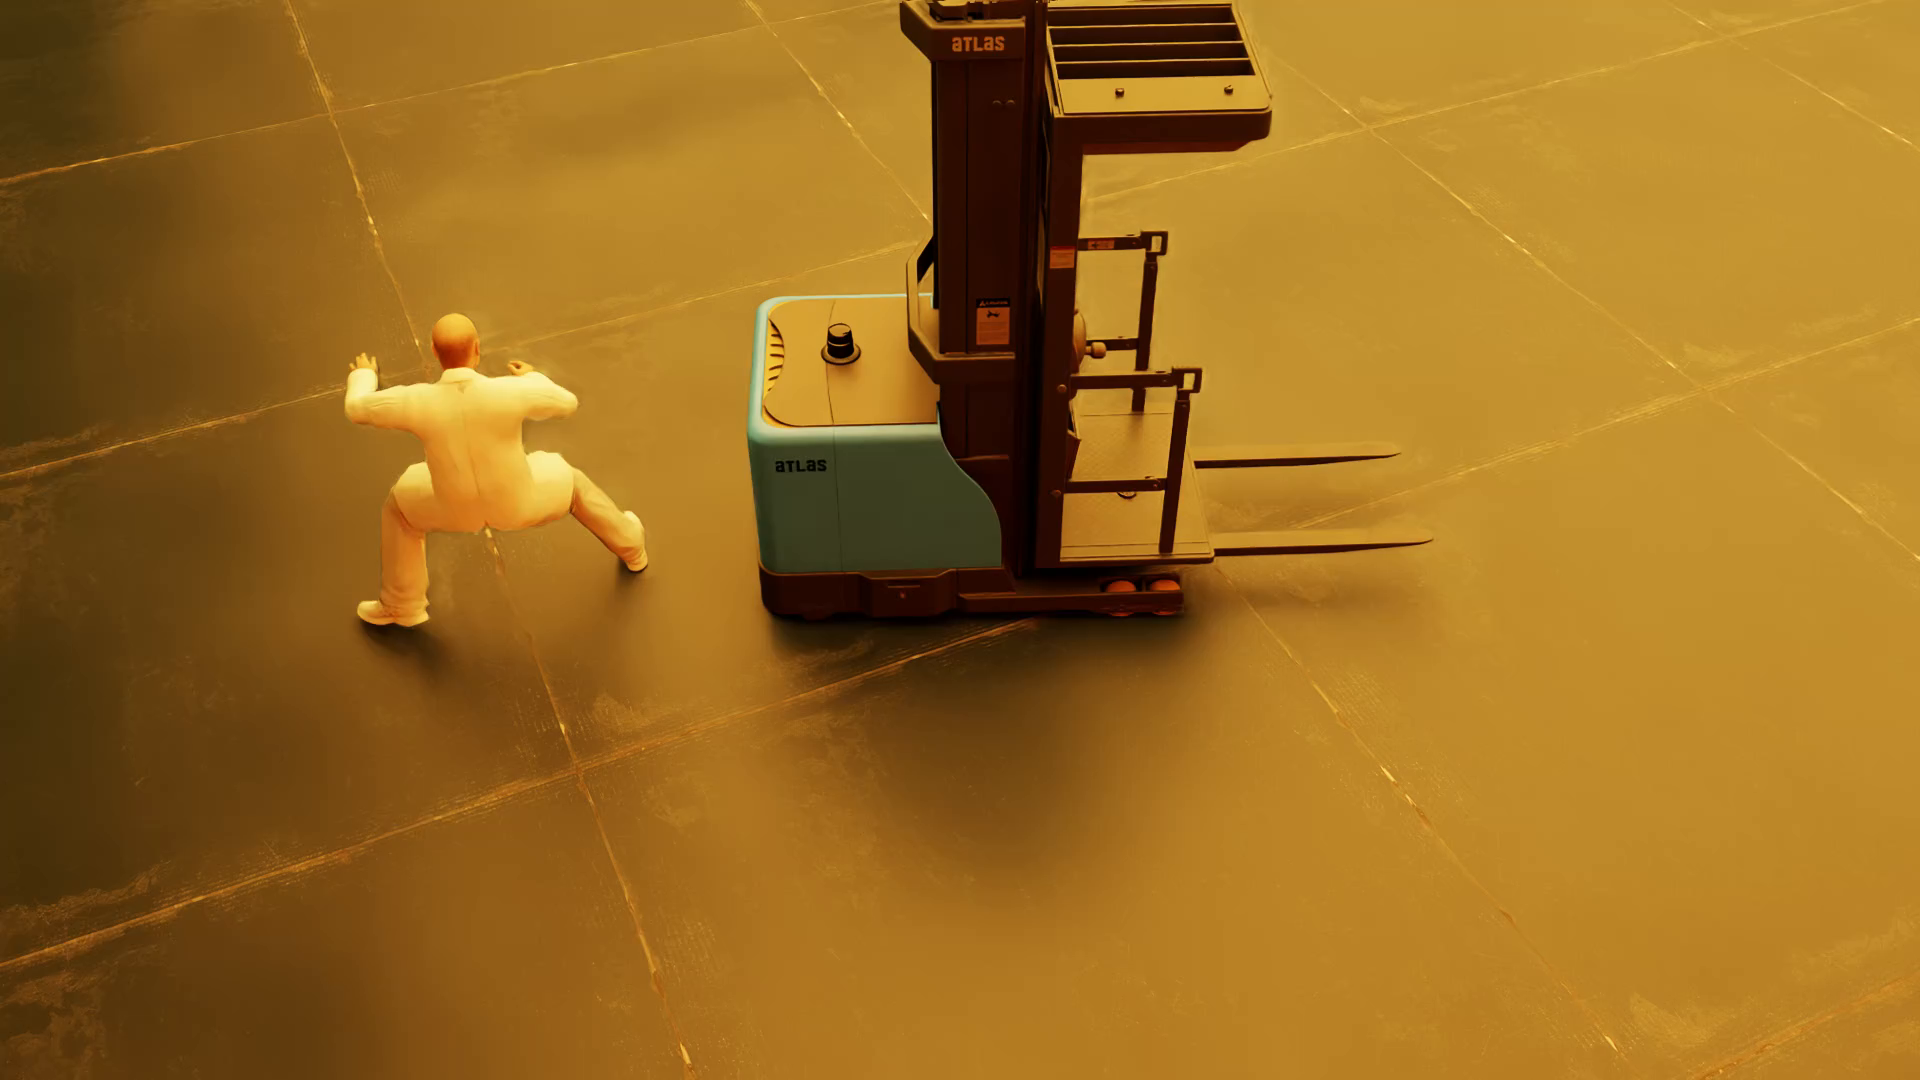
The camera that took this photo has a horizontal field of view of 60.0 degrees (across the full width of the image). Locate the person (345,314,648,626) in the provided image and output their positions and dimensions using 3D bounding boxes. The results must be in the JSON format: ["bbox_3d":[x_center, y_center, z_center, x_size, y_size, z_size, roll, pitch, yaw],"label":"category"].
[{"bbox_3d":[-2.070,-0.357,7.086,1.272,1.528,0.730,-6,43,-6],"label":"person"}]

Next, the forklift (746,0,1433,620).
[{"bbox_3d":[0.610,-1.090,6.848,3.031,2.935,1.130,-2,43,-2],"label":"forklift"}]
